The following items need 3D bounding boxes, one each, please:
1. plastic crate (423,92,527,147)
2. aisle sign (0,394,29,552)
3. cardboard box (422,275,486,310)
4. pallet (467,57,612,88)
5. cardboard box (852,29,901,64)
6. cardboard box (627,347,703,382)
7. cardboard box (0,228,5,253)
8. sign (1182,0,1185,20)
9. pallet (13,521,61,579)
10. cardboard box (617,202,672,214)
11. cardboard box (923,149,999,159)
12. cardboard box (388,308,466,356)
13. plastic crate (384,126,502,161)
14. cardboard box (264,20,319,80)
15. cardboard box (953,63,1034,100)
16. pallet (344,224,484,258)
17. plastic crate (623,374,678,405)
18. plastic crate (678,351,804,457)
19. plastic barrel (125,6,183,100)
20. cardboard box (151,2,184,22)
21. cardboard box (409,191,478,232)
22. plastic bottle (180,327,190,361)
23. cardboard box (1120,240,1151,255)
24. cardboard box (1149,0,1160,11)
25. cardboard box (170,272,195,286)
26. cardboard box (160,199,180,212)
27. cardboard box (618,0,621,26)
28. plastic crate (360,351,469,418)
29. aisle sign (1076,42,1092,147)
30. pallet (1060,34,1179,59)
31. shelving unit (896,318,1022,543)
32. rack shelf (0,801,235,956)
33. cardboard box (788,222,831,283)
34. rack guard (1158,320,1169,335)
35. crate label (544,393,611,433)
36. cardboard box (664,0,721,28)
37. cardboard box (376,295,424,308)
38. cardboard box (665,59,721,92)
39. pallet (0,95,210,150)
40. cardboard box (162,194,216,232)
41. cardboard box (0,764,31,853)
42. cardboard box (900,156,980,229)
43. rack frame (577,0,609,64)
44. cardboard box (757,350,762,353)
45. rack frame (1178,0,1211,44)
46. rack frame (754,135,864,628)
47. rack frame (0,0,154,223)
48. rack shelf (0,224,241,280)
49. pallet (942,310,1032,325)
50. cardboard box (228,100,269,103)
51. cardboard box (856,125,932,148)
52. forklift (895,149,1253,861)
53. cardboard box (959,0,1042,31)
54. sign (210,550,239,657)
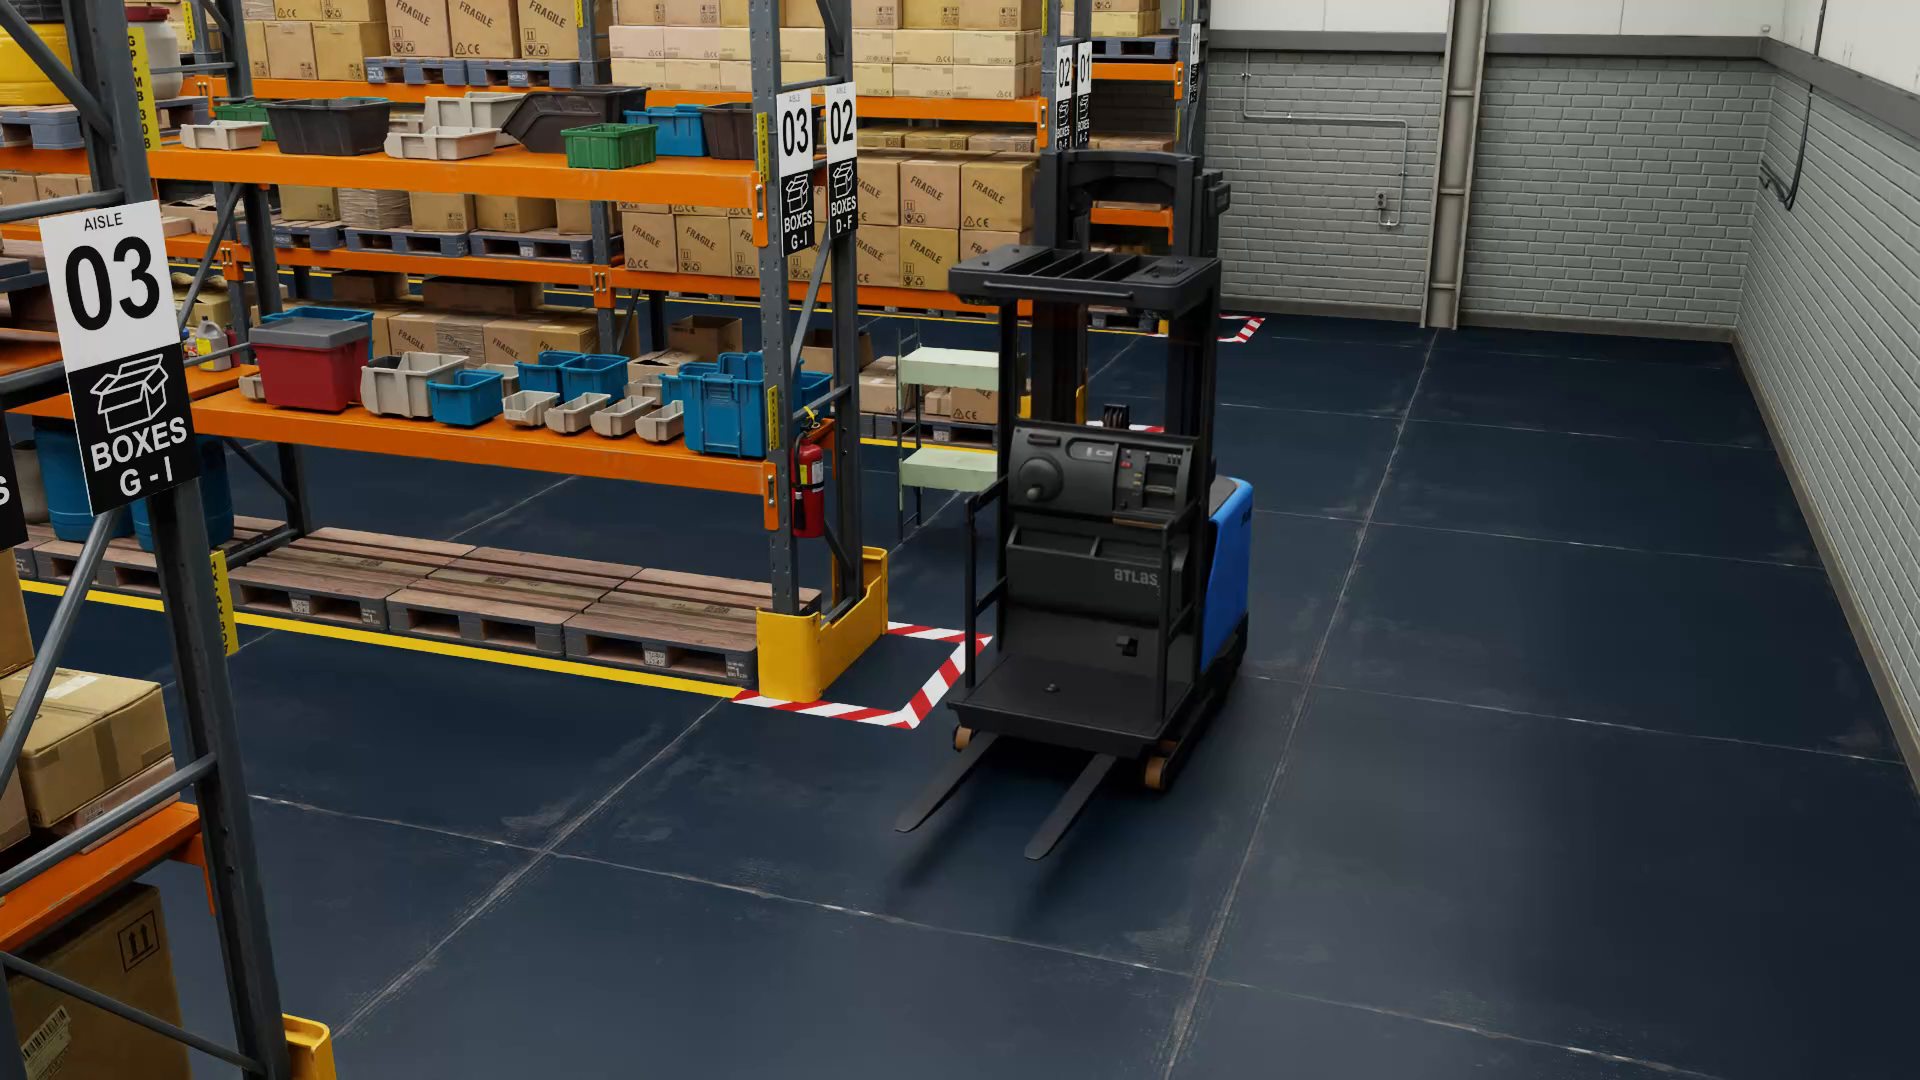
[{"bbox_3d":[-2.788,-2.418,9.579,0.530,0.282,0.437,7,20,18],"label":"plastic crate"},{"bbox_3d":[-2.451,-0.309,3.955,0.004,0.787,0.394,7,20,18],"label":"aisle sign"},{"bbox_3d":[-4.740,-2.366,15.795,0.500,0.250,0.500,6,20,17],"label":"cardboard box"},{"bbox_3d":[-3.538,-4.114,14.550,1.003,0.211,1.213,7,20,18],"label":"pallet"},{"bbox_3d":[-0.679,-3.929,13.202,0.500,0.250,0.500,7,20,18],"label":"cardboard box"},{"bbox_3d":[-2.619,-1.520,14.795,0.500,0.311,0.500,7,20,18],"label":"cardboard box"},{"bbox_3d":[-2.929,-0.931,4.191,0.500,0.500,0.700,5,20,15],"label":"cardboard box"},{"bbox_3d":[2.265,-5.432,16.822,0.005,0.325,0.100,7,20,18],"label":"sign"},{"bbox_3d":[-6.445,-0.065,11.442,1.213,0.211,1.003,7,20,18],"label":"pallet"},{"bbox_3d":[-2.592,-3.075,14.170,0.500,0.500,0.500,7,20,19],"label":"cardboard box"},{"bbox_3d":[0.005,-2.965,13.855,0.500,0.500,0.500,7,20,19],"label":"cardboard box"},{"bbox_3d":[-4.924,-1.850,15.456,0.500,0.500,0.500,6,20,16],"label":"cardboard box"},{"bbox_3d":[-2.829,-2.160,9.060,0.530,0.136,0.437,7,20,18],"label":"plastic crate"},{"bbox_3d":[-5.818,-4.498,15.214,0.500,0.500,0.910,7,20,18],"label":"cardboard box"},{"bbox_3d":[0.262,-3.581,12.963,0.500,0.250,0.500,7,20,18],"label":"cardboard box"},{"bbox_3d":[-4.885,-2.827,15.420,1.213,0.211,1.003,7,20,18],"label":"pallet"},{"bbox_3d":[-1.837,-0.889,9.878,0.298,0.136,0.250,7,20,18],"label":"plastic crate"},{"bbox_3d":[-1.173,-0.745,9.012,0.499,0.435,0.616,7,20,18],"label":"plastic crate"},{"bbox_3d":[-4.989,-2.968,10.132,0.433,0.535,0.433,0,19,0],"label":"plastic barrel"},{"bbox_3d":[-9.911,-6.608,21.237,0.500,0.500,0.500,5,20,13],"label":"cardboard box"},{"bbox_3d":[-4.634,-3.111,15.155,0.500,0.500,0.700,1,19,4],"label":"cardboard box"},{"bbox_3d":[-5.113,-1.298,10.937,0.097,0.271,0.097,0,19,0],"label":"plastic bottle"},{"bbox_3d":[1.946,-3.220,18.431,0.250,0.149,0.380,7,20,18],"label":"cardboard box"},{"bbox_3d":[1.846,-5.902,17.691,0.500,0.500,0.500,6,20,16],"label":"cardboard box"},{"bbox_3d":[-8.101,-2.549,17.018,0.500,0.311,0.500,6,20,17],"label":"cardboard box"},{"bbox_3d":[-10.819,-4.299,22.482,0.500,0.500,0.700,5,20,15],"label":"cardboard box"},{"bbox_3d":[-3.588,-6.199,19.425,0.500,0.500,0.700,8,21,21],"label":"cardboard box"},{"bbox_3d":[-3.192,-0.904,9.703,0.530,0.282,0.437,7,20,18],"label":"plastic crate"},{"bbox_3d":[0.995,-3.573,13.321,0.004,0.787,0.394,7,20,18],"label":"aisle sign"},{"bbox_3d":[1.752,-5.254,17.669,1.213,0.211,1.003,7,20,18],"label":"pallet"},{"bbox_3d":[-0.006,-0.709,11.331,0.755,1.500,0.431,7,20,18],"label":"shelving unit"},{"bbox_3d":[-4.310,0.941,5.411,4.000,0.370,1.077,7,20,18],"label":"rack shelf"},{"bbox_3d":[-1.115,-2.438,13.861,0.500,0.500,0.500,6,20,17],"label":"cardboard box"},{"bbox_3d":[2.479,-2.620,18.332,0.348,0.500,1.175,7,20,18],"label":"rack guard"},{"bbox_3d":[-2.165,-0.716,9.383,0.243,0.136,0.396,7,20,18],"label":"crate label"},{"bbox_3d":[-2.047,-4.491,13.675,0.500,0.500,0.700,7,20,18],"label":"cardboard box"},{"bbox_3d":[-5.274,-2.069,16.085,0.500,0.500,0.500,6,20,16],"label":"cardboard box"},{"bbox_3d":[-2.096,-3.855,13.749,0.500,0.250,0.500,7,20,18],"label":"cardboard box"},{"bbox_3d":[-5.346,-2.536,10.024,1.003,0.211,1.213,7,20,18],"label":"pallet"},{"bbox_3d":[-7.504,-3.241,16.452,0.500,0.311,0.500,6,20,17],"label":"cardboard box"},{"bbox_3d":[-2.966,0.778,4.562,0.500,0.250,0.500,6,20,17],"label":"cardboard box"},{"bbox_3d":[-0.154,-2.798,13.376,0.500,0.500,0.500,7,20,20],"label":"cardboard box"},{"bbox_3d":[-2.945,-5.527,13.760,0.127,3.000,1.000,7,20,18],"label":"rack frame"},{"bbox_3d":[-1.605,-1.578,14.962,0.500,0.311,0.500,7,20,18],"label":"cardboard box"},{"bbox_3d":[2.456,-6.635,16.940,0.127,3.000,1.000,7,20,18],"label":"rack frame"},{"bbox_3d":[-0.795,-0.722,9.091,0.127,3.000,1.000,7,20,18],"label":"rack frame"},{"bbox_3d":[-2.421,-2.015,3.686,0.127,3.000,1.000,7,20,18],"label":"rack frame"},{"bbox_3d":[-8.612,-3.002,16.725,4.000,0.370,1.077,7,20,18],"label":"rack shelf"},{"bbox_3d":[0.526,-2.680,18.945,1.213,0.211,1.003,7,20,18],"label":"pallet"},{"bbox_3d":[-9.255,-5.507,21.876,0.500,0.500,0.500,6,20,17],"label":"cardboard box"},{"bbox_3d":[-0.815,-4.313,18.935,0.700,0.700,0.980,7,20,19],"label":"cardboard box"},{"bbox_3d":[0.609,-0.324,8.054,1.130,2.935,3.031,8,21,22],"label":"forklift"},{"bbox_3d":[0.343,-4.248,12.978,0.500,0.500,0.700,7,20,18],"label":"cardboard box"},{"bbox_3d":[-2.233,0.200,5.011,0.005,0.325,0.100,7,20,18],"label":"sign"}]
